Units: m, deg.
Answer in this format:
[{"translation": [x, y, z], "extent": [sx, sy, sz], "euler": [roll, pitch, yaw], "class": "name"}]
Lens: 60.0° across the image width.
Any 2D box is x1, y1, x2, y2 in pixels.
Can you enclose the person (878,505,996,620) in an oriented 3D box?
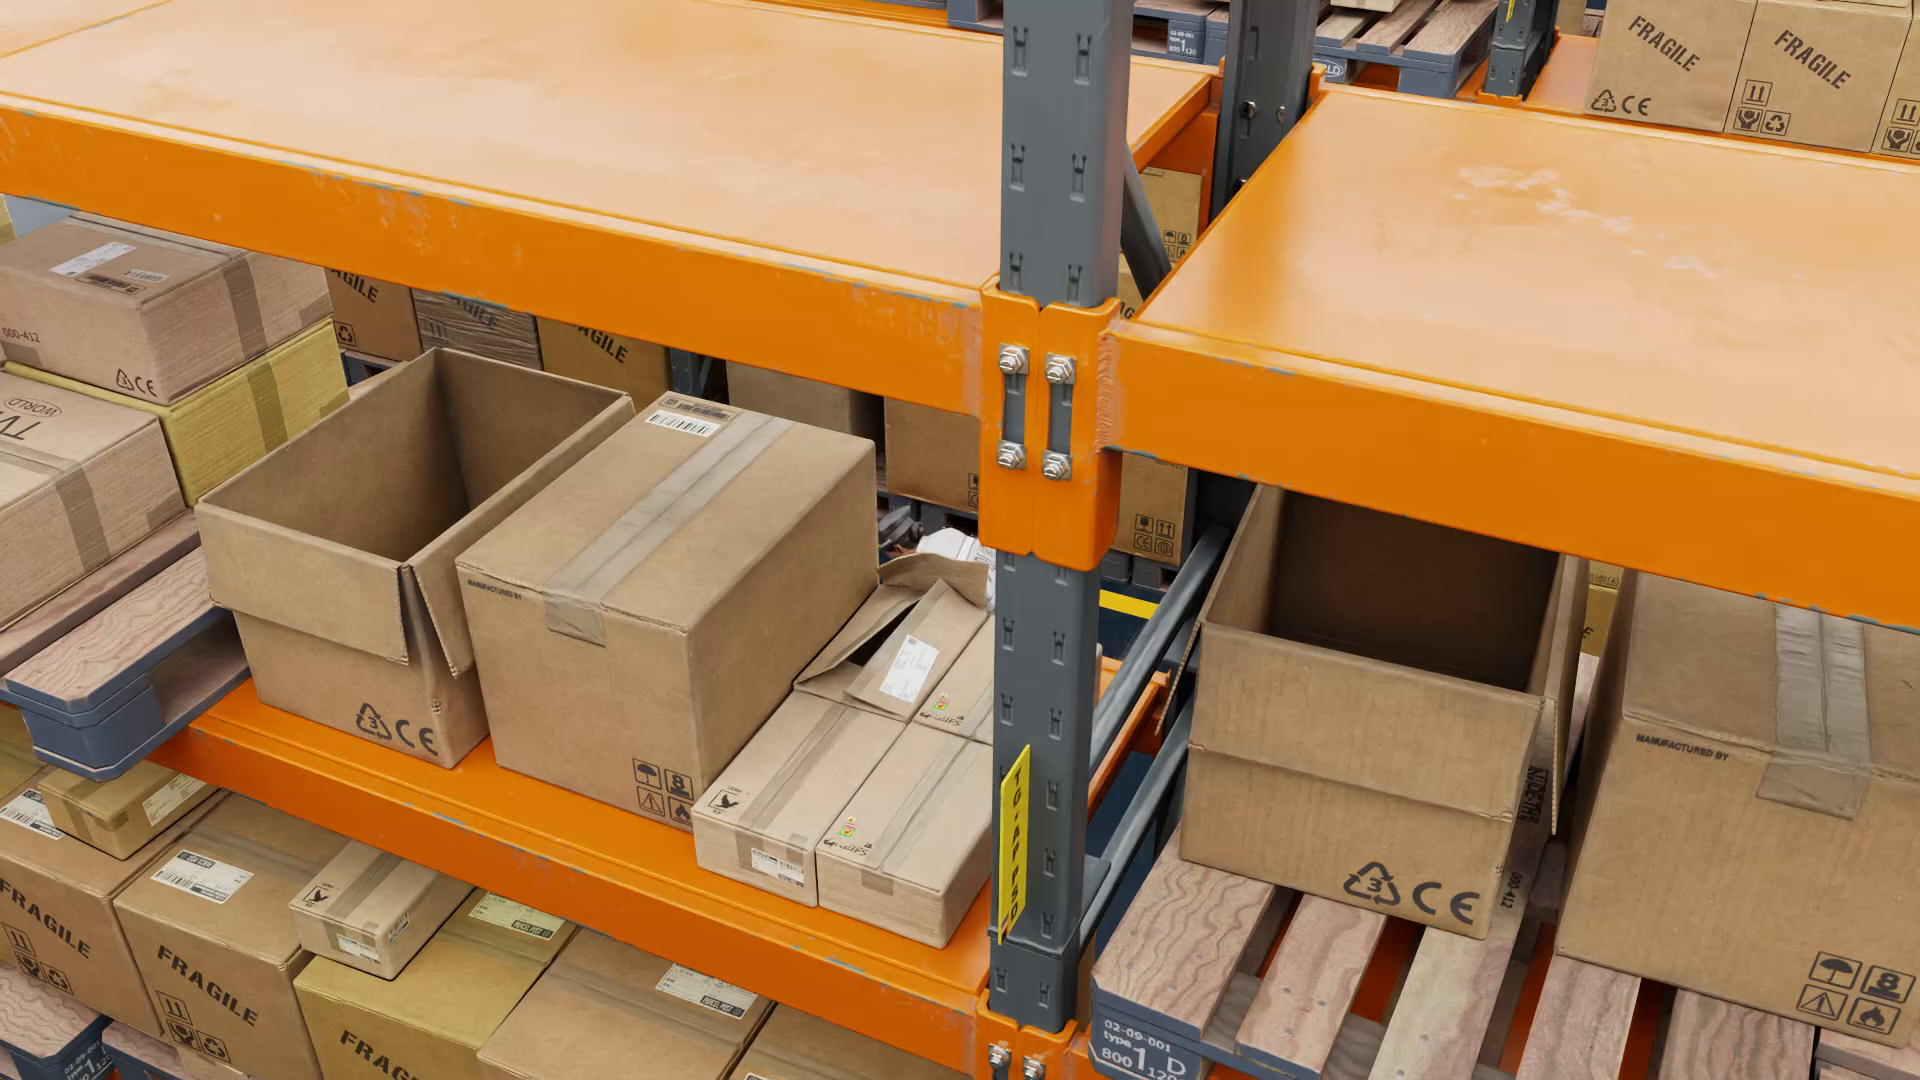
[{"translation": [-0.021, 0.278, 7.769], "extent": [0.853, 0.890, 0.483], "euler": [14, 37, 20], "class": "person"}]
